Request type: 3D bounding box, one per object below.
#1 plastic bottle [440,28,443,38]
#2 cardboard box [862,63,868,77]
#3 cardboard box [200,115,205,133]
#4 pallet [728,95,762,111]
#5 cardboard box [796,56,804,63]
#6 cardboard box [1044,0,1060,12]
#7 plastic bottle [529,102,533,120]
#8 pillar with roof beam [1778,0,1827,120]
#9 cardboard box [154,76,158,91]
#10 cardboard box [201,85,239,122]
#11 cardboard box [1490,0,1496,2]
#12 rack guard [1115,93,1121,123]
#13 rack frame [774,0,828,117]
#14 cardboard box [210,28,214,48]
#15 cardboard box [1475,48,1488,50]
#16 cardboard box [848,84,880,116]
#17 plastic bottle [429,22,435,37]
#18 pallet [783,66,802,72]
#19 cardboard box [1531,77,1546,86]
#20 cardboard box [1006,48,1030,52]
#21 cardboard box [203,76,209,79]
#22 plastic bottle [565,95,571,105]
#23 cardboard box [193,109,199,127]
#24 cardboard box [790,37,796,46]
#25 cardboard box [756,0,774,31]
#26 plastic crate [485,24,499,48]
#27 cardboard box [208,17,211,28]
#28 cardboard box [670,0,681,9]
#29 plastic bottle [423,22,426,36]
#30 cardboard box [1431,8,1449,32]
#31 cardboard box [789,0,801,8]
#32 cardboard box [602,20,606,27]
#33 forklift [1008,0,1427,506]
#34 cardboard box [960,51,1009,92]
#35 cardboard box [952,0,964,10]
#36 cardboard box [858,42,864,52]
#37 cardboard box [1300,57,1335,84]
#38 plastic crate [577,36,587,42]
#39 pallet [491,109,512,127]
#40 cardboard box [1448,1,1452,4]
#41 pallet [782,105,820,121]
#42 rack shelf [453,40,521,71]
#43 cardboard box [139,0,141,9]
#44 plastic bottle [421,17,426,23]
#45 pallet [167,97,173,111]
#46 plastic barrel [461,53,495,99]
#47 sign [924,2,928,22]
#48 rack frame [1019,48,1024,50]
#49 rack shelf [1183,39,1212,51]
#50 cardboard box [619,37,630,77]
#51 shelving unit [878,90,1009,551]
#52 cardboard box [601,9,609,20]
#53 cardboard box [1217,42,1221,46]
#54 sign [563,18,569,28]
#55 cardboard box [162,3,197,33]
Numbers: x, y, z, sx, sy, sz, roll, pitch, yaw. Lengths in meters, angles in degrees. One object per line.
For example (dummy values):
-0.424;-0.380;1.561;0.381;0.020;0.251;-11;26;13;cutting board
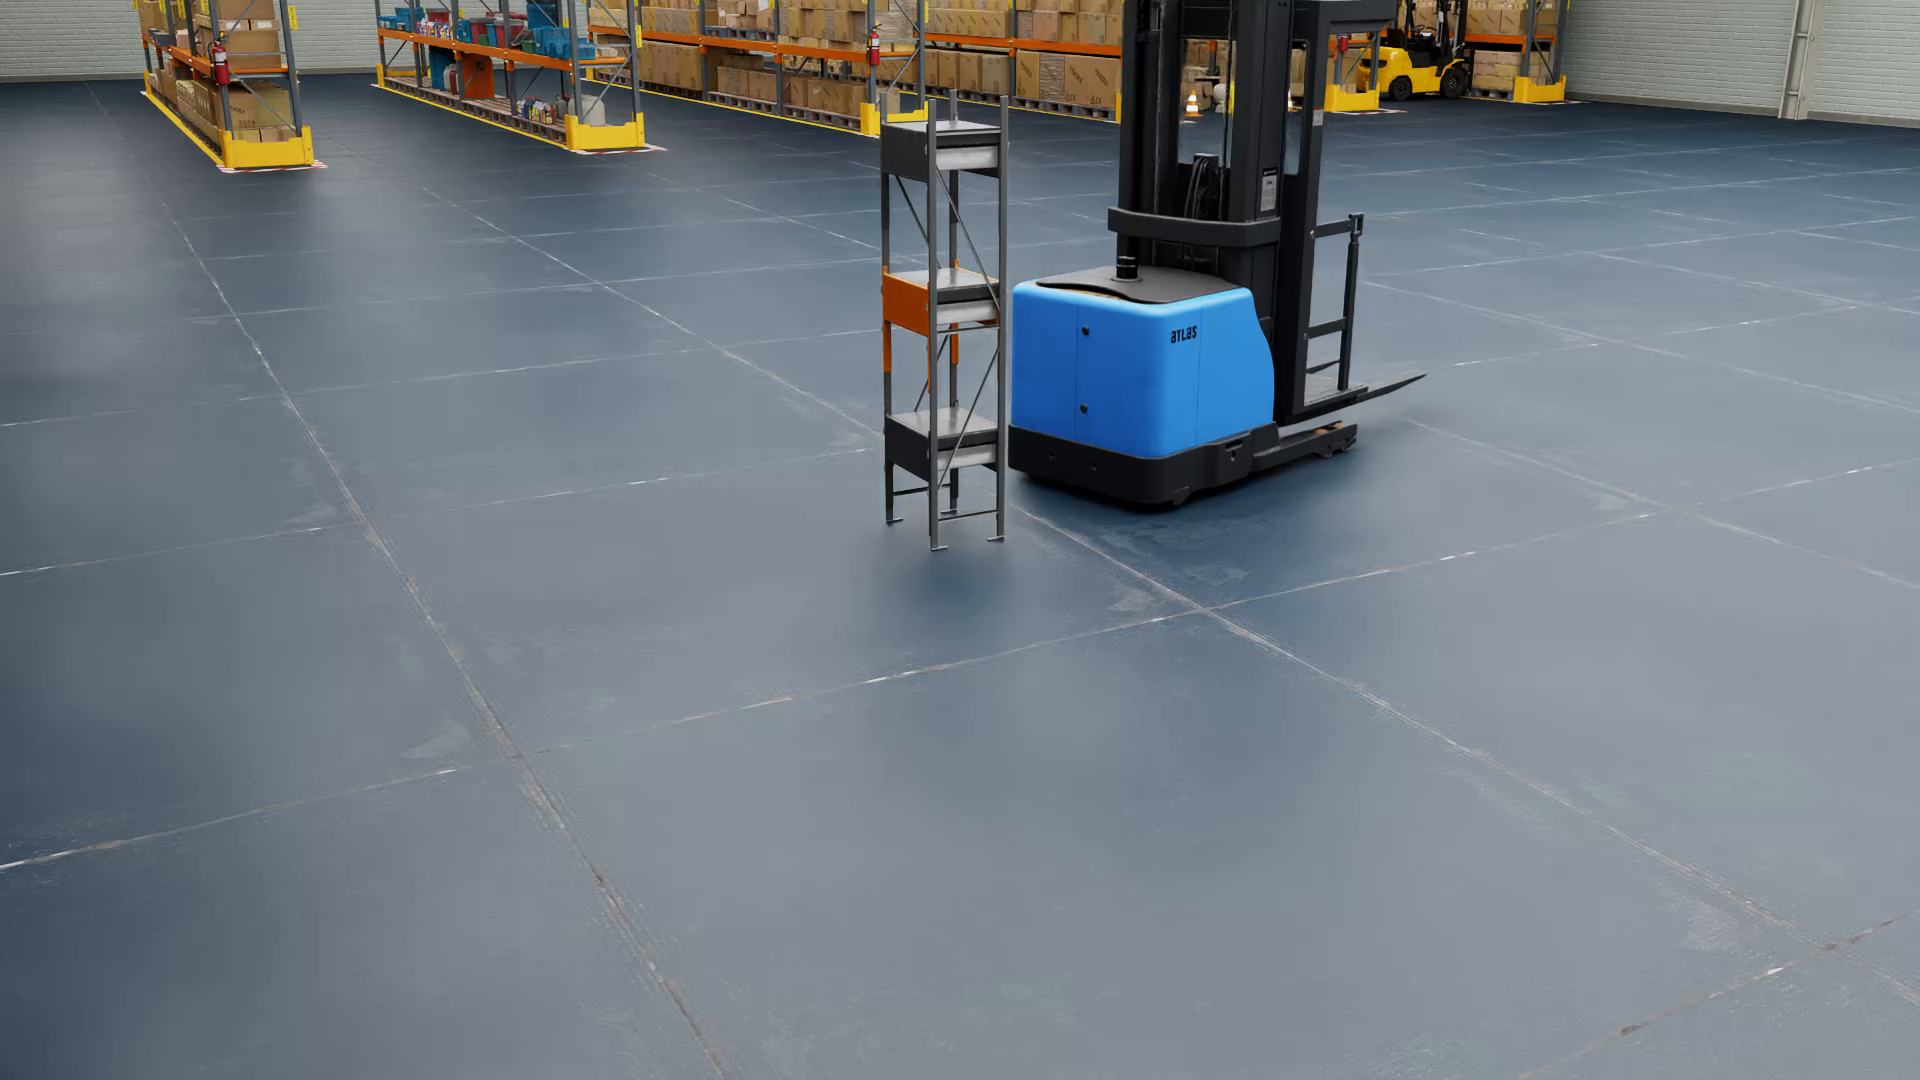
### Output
-10.251;-10.049;32.958;0.097;0.201;0.097;0;19;0;plastic bottle
-1.969;-11.061;38.777;0.500;0.500;0.500;-9;21;-24;cardboard box
-11.487;-6.454;25.810;0.500;0.250;0.500;-10;21;-27;cardboard box
-3.907;-8.669;32.931;1.003;0.211;1.213;-10;21;-27;pallet
-3.915;-12.165;42.057;0.380;0.149;0.250;-9;21;-25;cardboard box
2.104;-10.307;31.516;0.875;0.550;0.550;-10;21;-27;cardboard box
-7.162;-7.166;27.790;0.061;0.283;0.133;-9;21;-24;plastic bottle
11.558;-11.356;27.247;9.100;9.000;0.400;-10;21;-27;pillar with roof beam
-16.348;-9.449;34.362;0.500;0.311;0.500;-10;21;-27;cardboard box
-11.014;-6.521;24.854;0.500;0.500;0.500;-10;21;-27;cardboard box
11.334;-11.355;34.835;0.380;0.149;0.250;-10;21;-26;cardboard box
3.371;-7.816;30.016;1.175;0.500;0.348;-10;21;-27;rack guard
-2.953;-9.414;30.813;1.000;3.000;0.127;-10;21;-27;rack frame
-10.721;-7.359;24.706;0.700;0.500;0.500;-9;21;-25;cardboard box
11.267;-10.545;36.131;0.500;0.250;0.500;-10;22;-28;cardboard box
-1.649;-7.630;28.834;0.500;0.500;0.500;-4;20;-12;cardboard box
-10.676;-10.360;33.746;0.152;0.276;0.135;-10;21;-27;plastic bottle
-3.847;-12.019;42.639;1.003;0.211;1.213;-10;21;-27;pallet
11.973;-9.640;35.042;0.500;0.250;0.500;-10;21;-26;cardboard box
1.766;-12.429;42.837;0.875;0.438;0.875;-10;22;-27;cardboard box
-13.791;-8.379;30.973;0.500;0.500;0.500;-11;22;-29;cardboard box
-6.661;-7.407;28.384;0.144;0.351;0.185;-11;22;-29;plastic bottle
-12.125;-6.853;26.965;0.500;0.250;0.500;-10;22;-27;cardboard box
-2.865;-9.045;30.131;0.380;0.149;0.250;-10;21;-27;cardboard box
-3.207;-10.145;31.371;1.000;1.000;1.000;-10;21;-26;cardboard box
-8.109;-8.907;29.371;0.392;0.384;0.575;-10;21;-27;plastic crate
-10.739;-7.537;24.229;0.380;0.149;0.250;-9;21;-25;cardboard box
-5.817;-11.675;35.675;0.797;0.503;0.637;-9;21;-25;cardboard box
-11.022;-10.548;34.297;0.097;0.271;0.097;0;19;0;plastic bottle
10.619;-11.306;36.144;0.500;0.500;0.500;-10;22;-27;cardboard box
-2.724;-9.762;29.682;0.500;0.500;0.500;-10;21;-27;cardboard box
-8.284;-12.292;39.540;0.380;0.149;0.250;-10;22;-28;cardboard box
1.653;-1.956;9.306;1.130;2.935;3.031;18;26;42;forklift
0.631;-9.730;34.534;1.050;0.750;0.750;-10;21;-27;cardboard box
0.252;-11.399;34.880;0.700;0.500;0.500;-10;22;-27;cardboard box
-1.489;-8.268;27.879;0.380;0.149;0.250;-10;21;-27;cardboard box
7.058;-9.243;32.741;0.500;0.500;0.500;-10;21;-26;cardboard box
-6.547;-8.300;27.815;0.499;0.251;0.616;-10;21;-27;plastic crate
-7.719;-7.548;29.681;1.003;0.211;1.213;-10;21;-27;pallet
10.637;-11.568;35.910;0.380;0.149;0.250;-11;22;-28;cardboard box
-2.603;-7.908;30.725;1.003;0.211;1.213;-10;21;-27;pallet
-8.262;-8.880;30.371;1.077;0.370;4.000;-10;21;-27;rack shelf
-17.138;-11.528;35.254;0.500;0.500;0.500;-10;21;-26;cardboard box
-11.210;-10.757;34.782;0.144;0.351;0.185;-10;21;-27;plastic bottle
-15.052;-8.631;32.820;1.003;0.211;1.213;-10;21;-27;pallet
-9.459;-9.105;32.603;0.600;0.830;0.708;-10;21;-27;plastic barrel
-0.576;-8.759;27.588;0.100;0.325;0.005;-10;21;-27;sign
1.970;-13.245;41.917;1.000;3.000;0.127;-10;21;-27;rack frame
4.819;-11.183;37.043;1.077;0.370;4.000;-10;21;-27;rack shelf
-7.422;-11.364;39.081;0.875;0.875;0.875;-10;21;-27;cardboard box
-0.079;-1.040;7.927;0.431;2.100;0.503;-10;21;-27;shelving unit
-8.173;-12.455;39.403;0.500;0.250;0.500;-11;22;-28;cardboard box
6.832;-12.901;43.113;0.380;0.149;0.250;-10;21;-27;cardboard box
-6.822;-8.859;28.783;0.100;0.325;0.005;-10;21;-27;sign
-13.971;-9.438;30.086;0.500;0.500;0.700;16;25;39;cardboard box
